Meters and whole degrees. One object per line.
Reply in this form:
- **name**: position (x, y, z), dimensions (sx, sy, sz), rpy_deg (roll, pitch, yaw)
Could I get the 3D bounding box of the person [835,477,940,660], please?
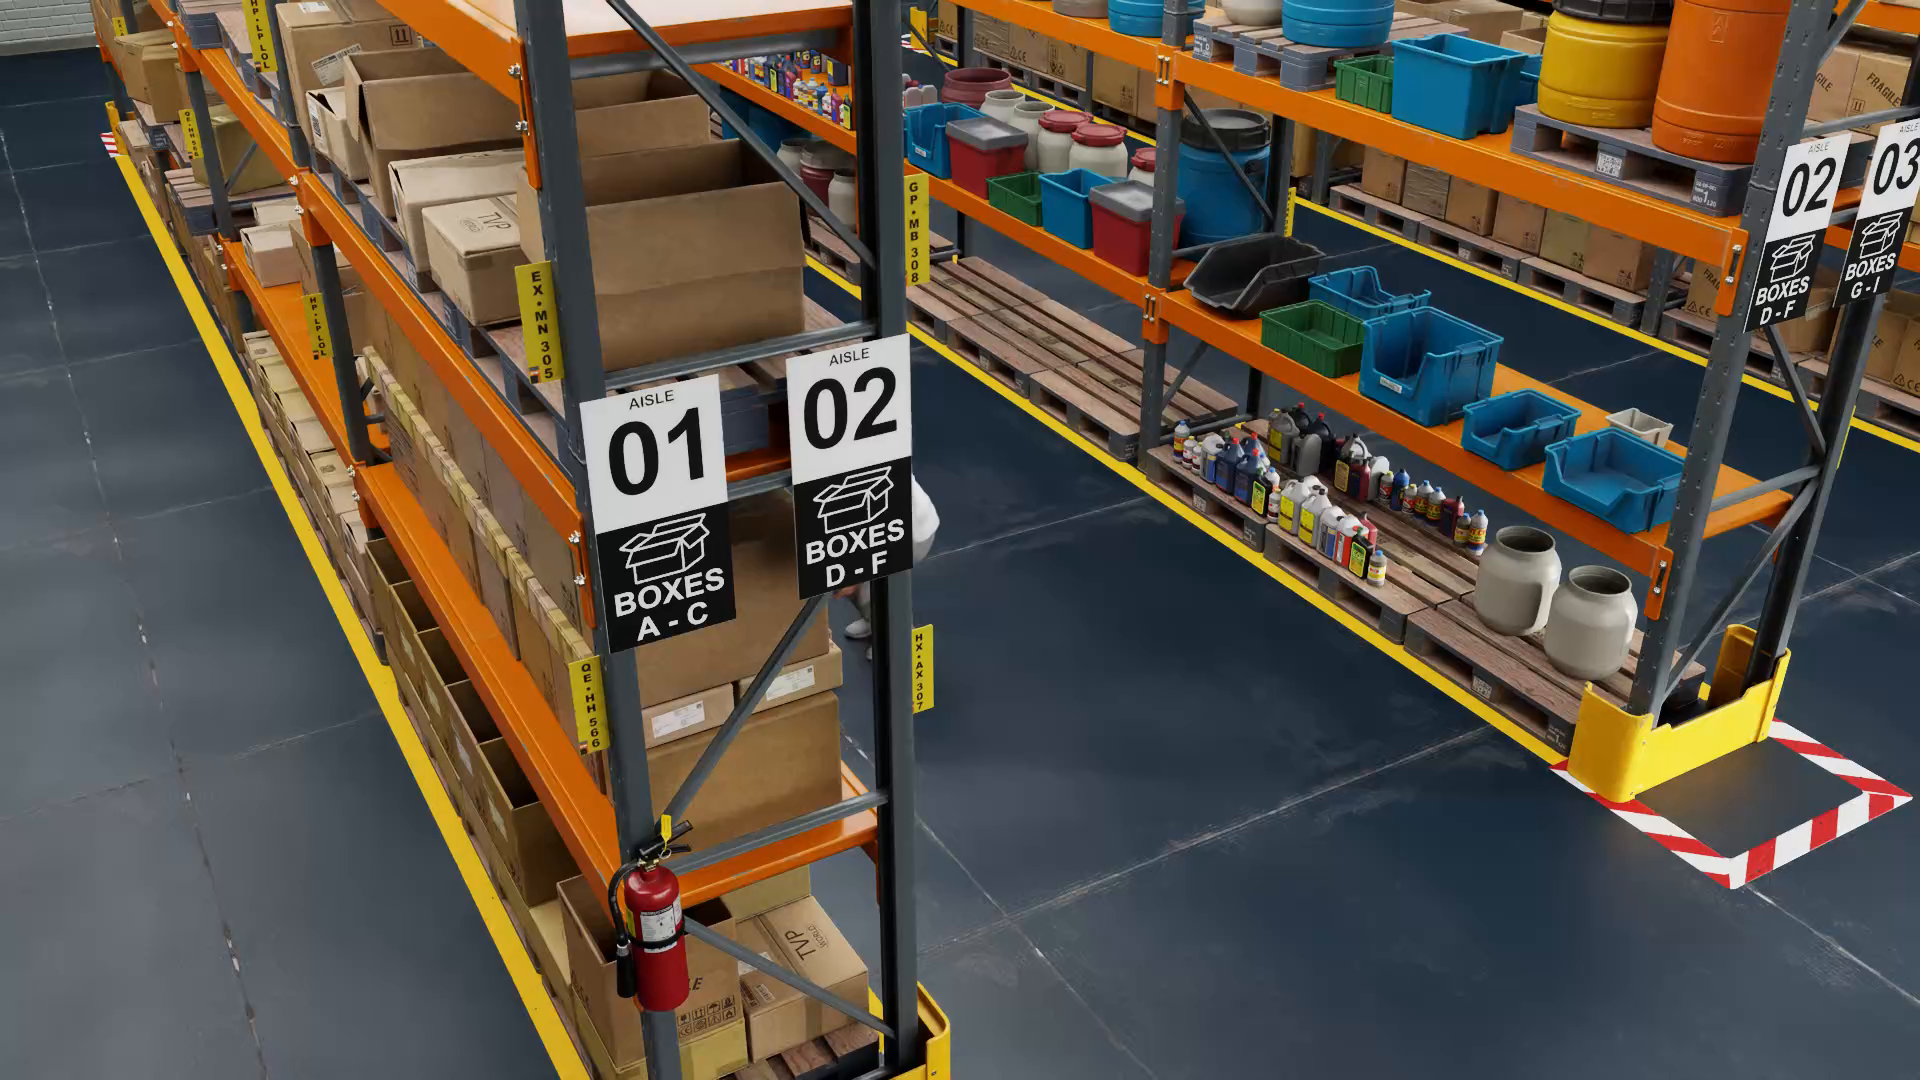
- **person**: position (-0.490, -0.006, 8.951), dimensions (0.786, 1.390, 0.590), rpy_deg (-16, 32, -26)
